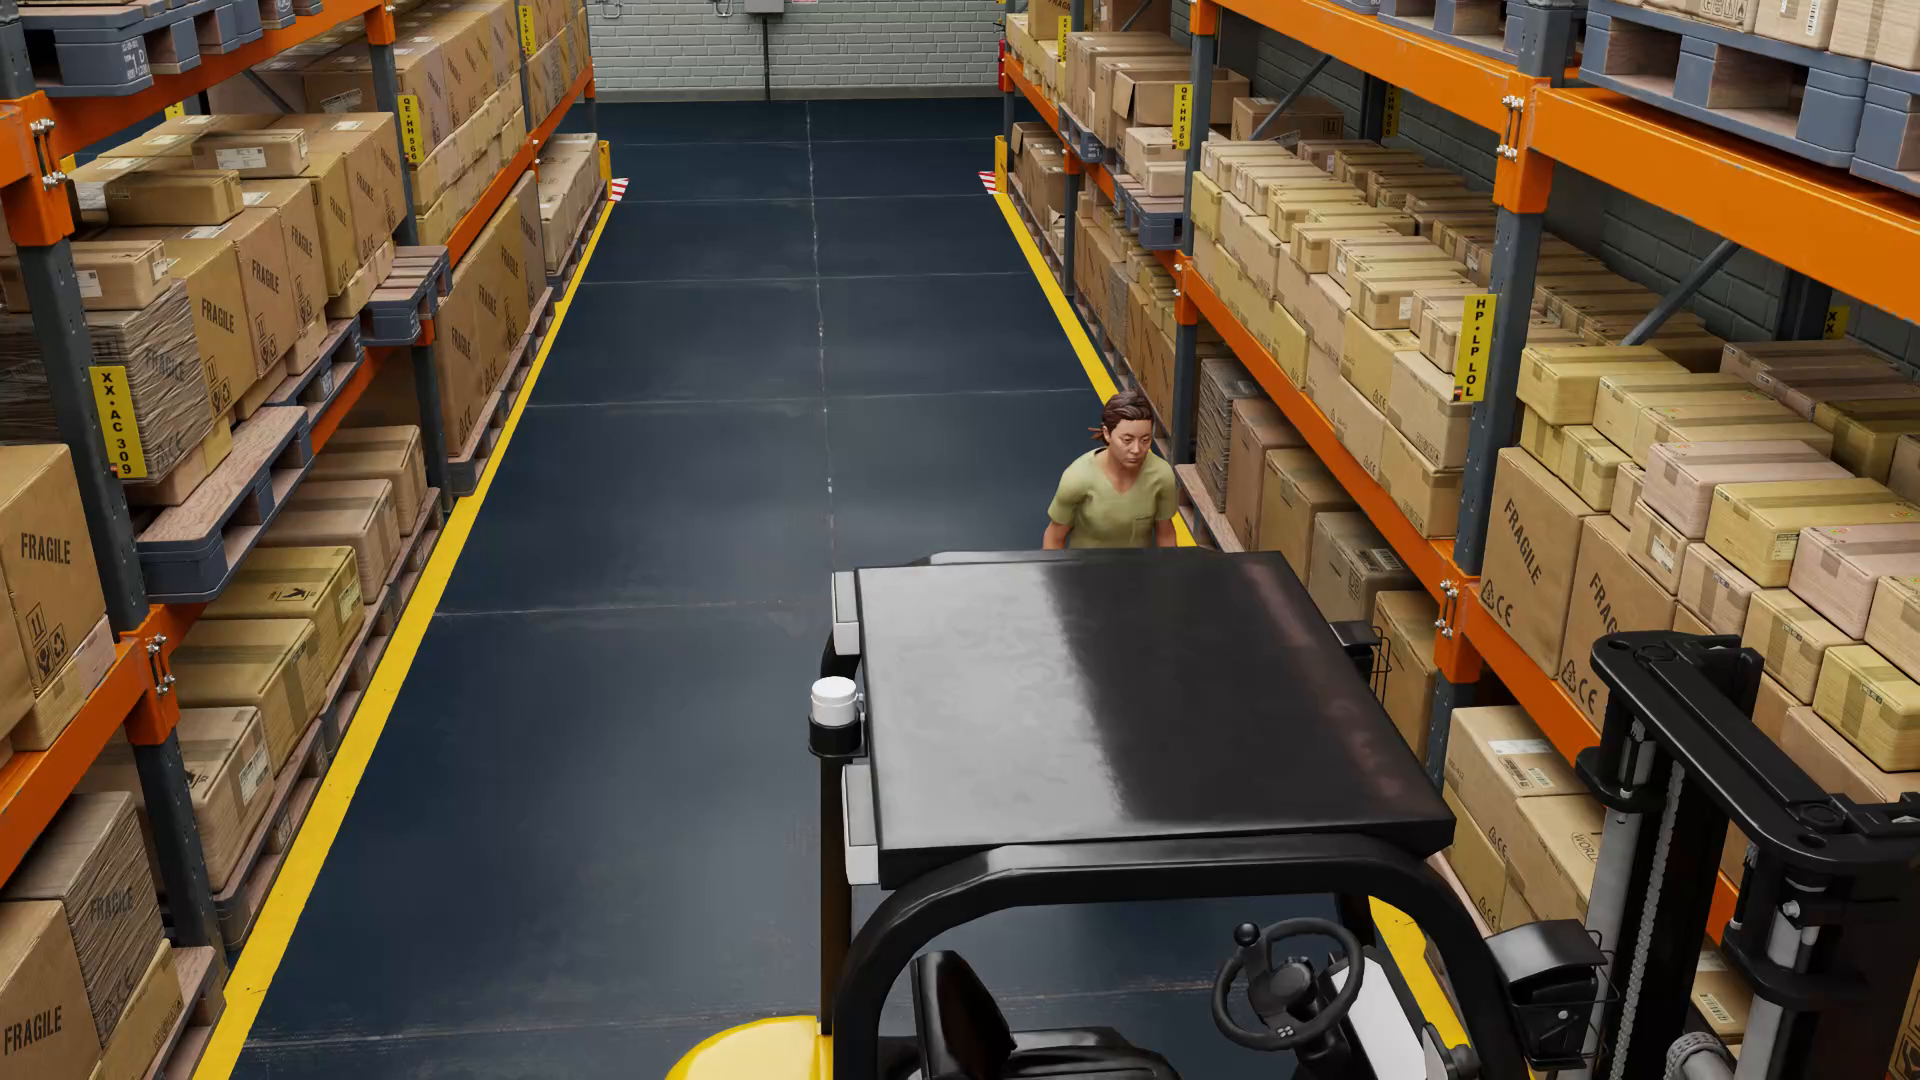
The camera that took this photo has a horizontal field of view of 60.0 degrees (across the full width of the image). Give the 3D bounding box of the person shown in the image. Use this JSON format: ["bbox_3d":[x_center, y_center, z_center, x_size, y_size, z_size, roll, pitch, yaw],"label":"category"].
[{"bbox_3d":[0.547,0.238,6.066,0.517,1.671,0.365,-4,24,-8],"label":"person"}]
